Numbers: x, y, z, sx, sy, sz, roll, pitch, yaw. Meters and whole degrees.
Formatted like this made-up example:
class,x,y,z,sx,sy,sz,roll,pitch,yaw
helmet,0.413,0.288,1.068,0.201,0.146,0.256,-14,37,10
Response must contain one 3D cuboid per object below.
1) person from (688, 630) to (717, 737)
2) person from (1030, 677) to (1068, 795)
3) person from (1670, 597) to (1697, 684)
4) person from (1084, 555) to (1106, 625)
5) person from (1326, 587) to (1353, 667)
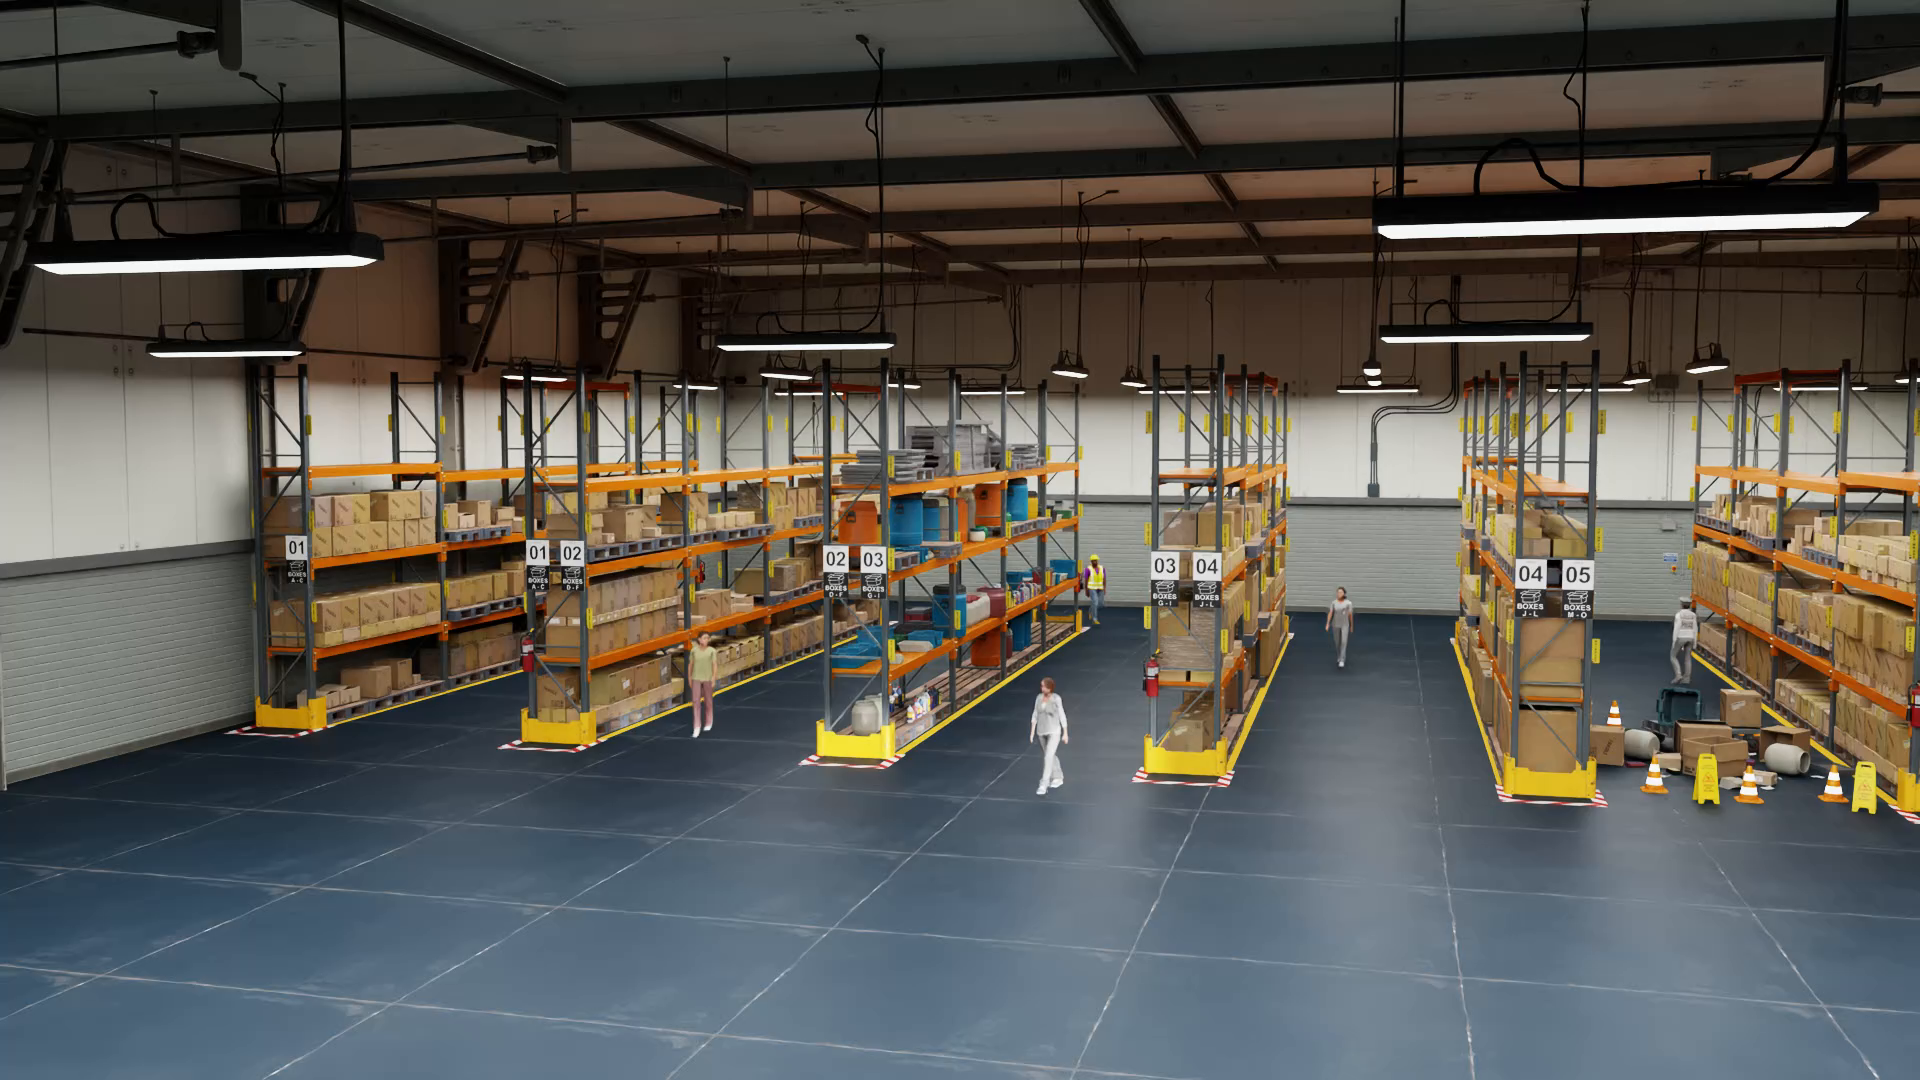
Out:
class,x,y,z,sx,sy,sz,roll,pitch,yaw
person,-4.176,2.319,27.044,0.472,1.663,0.762,-1,4,-11
person,1.174,2.642,22.616,0.449,1.556,0.911,3,5,38
person,14.015,1.957,32.174,0.519,1.707,0.367,-1,4,-10
person,3.389,1.235,41.691,0.569,1.754,0.616,-2,5,-32
person,7.881,1.786,34.527,0.532,1.614,1.008,1,4,20
